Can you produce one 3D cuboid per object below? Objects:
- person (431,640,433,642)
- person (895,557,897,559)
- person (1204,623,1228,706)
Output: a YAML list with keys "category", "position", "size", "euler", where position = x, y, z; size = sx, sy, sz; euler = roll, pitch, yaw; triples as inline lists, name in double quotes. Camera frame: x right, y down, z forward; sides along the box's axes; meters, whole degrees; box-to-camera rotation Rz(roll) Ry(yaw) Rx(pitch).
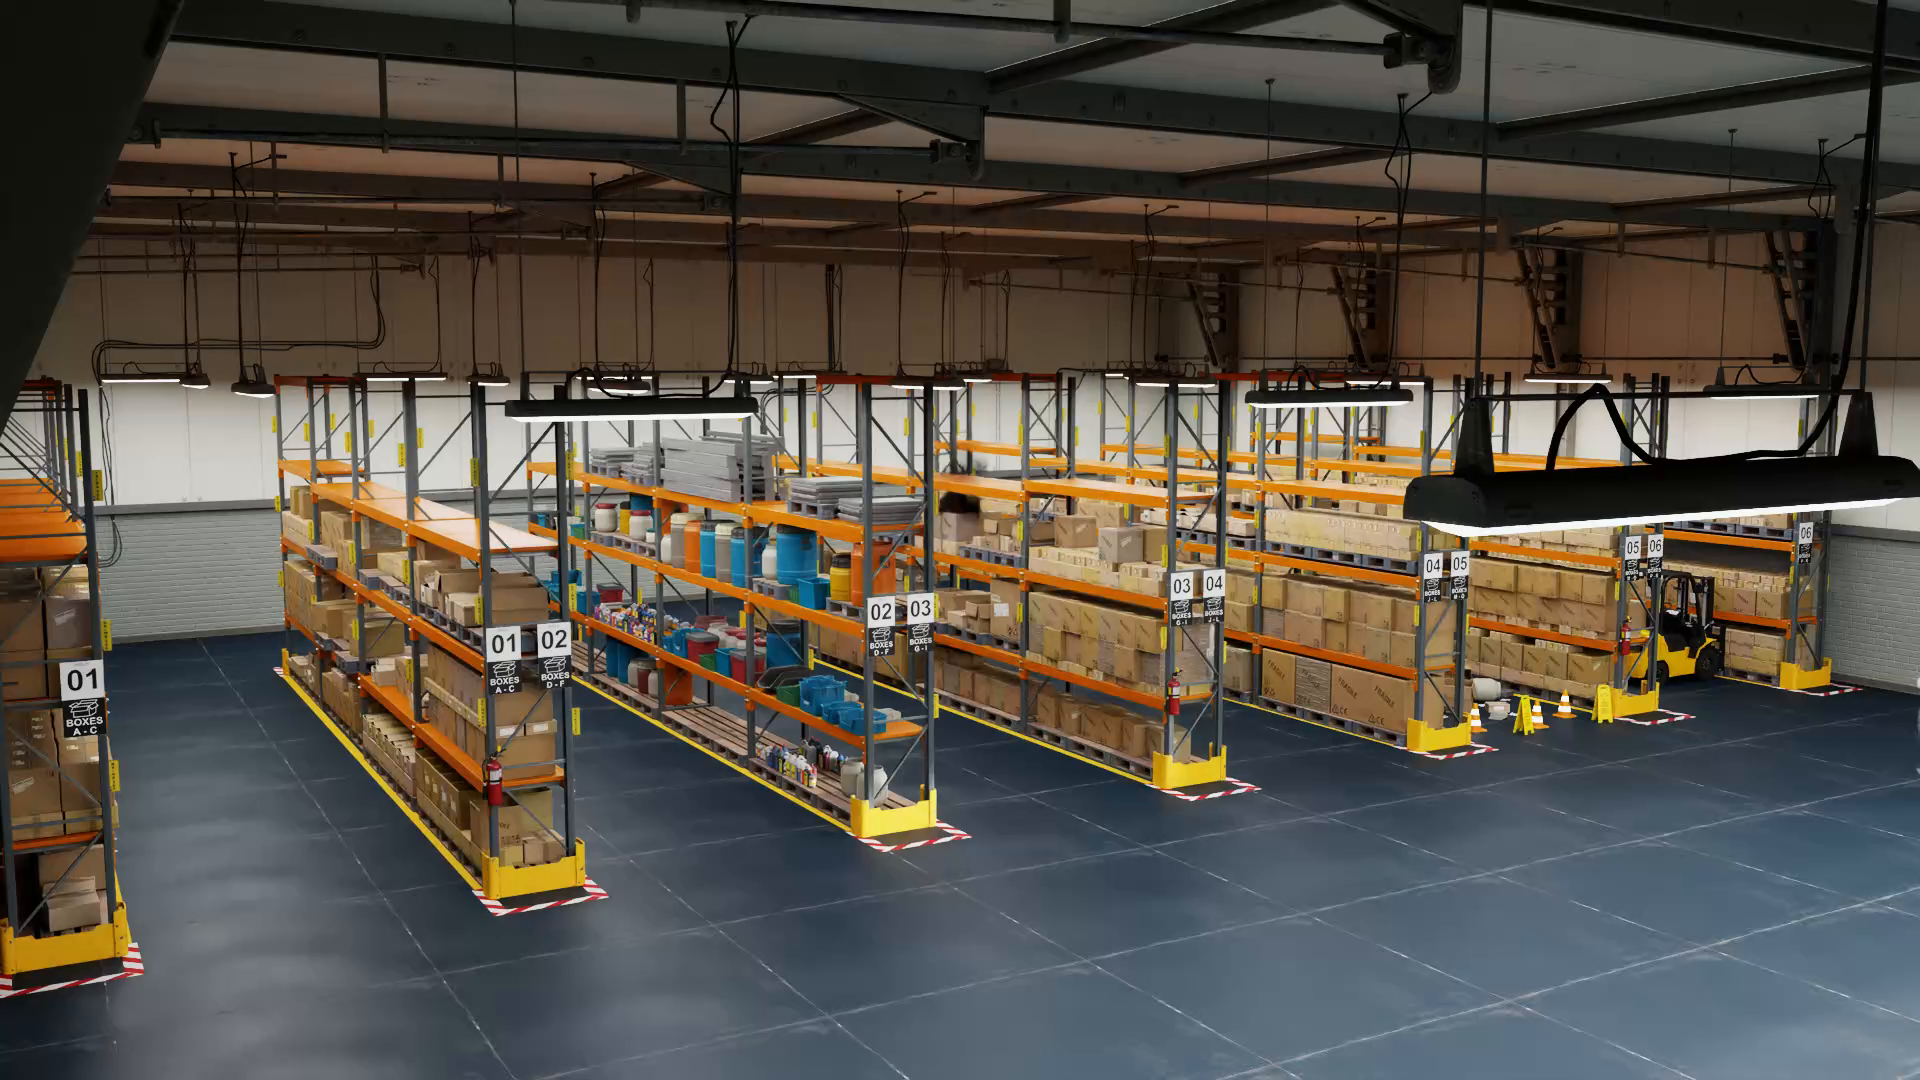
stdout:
- category: "person"
  position: [-9.896, 1.972, 31.947]
  size: [0.746, 1.722, 0.593]
  euler: [-4, 7, -32]
- category: "person"
  position: [-1.638, 1.180, 39.853]
  size: [0.605, 1.568, 0.874]
  euler: [0, 6, -1]
- category: "person"
  position: [4.405, 2.048, 28.976]
  size: [0.593, 1.697, 0.621]
  euler: [-5, 8, -39]
